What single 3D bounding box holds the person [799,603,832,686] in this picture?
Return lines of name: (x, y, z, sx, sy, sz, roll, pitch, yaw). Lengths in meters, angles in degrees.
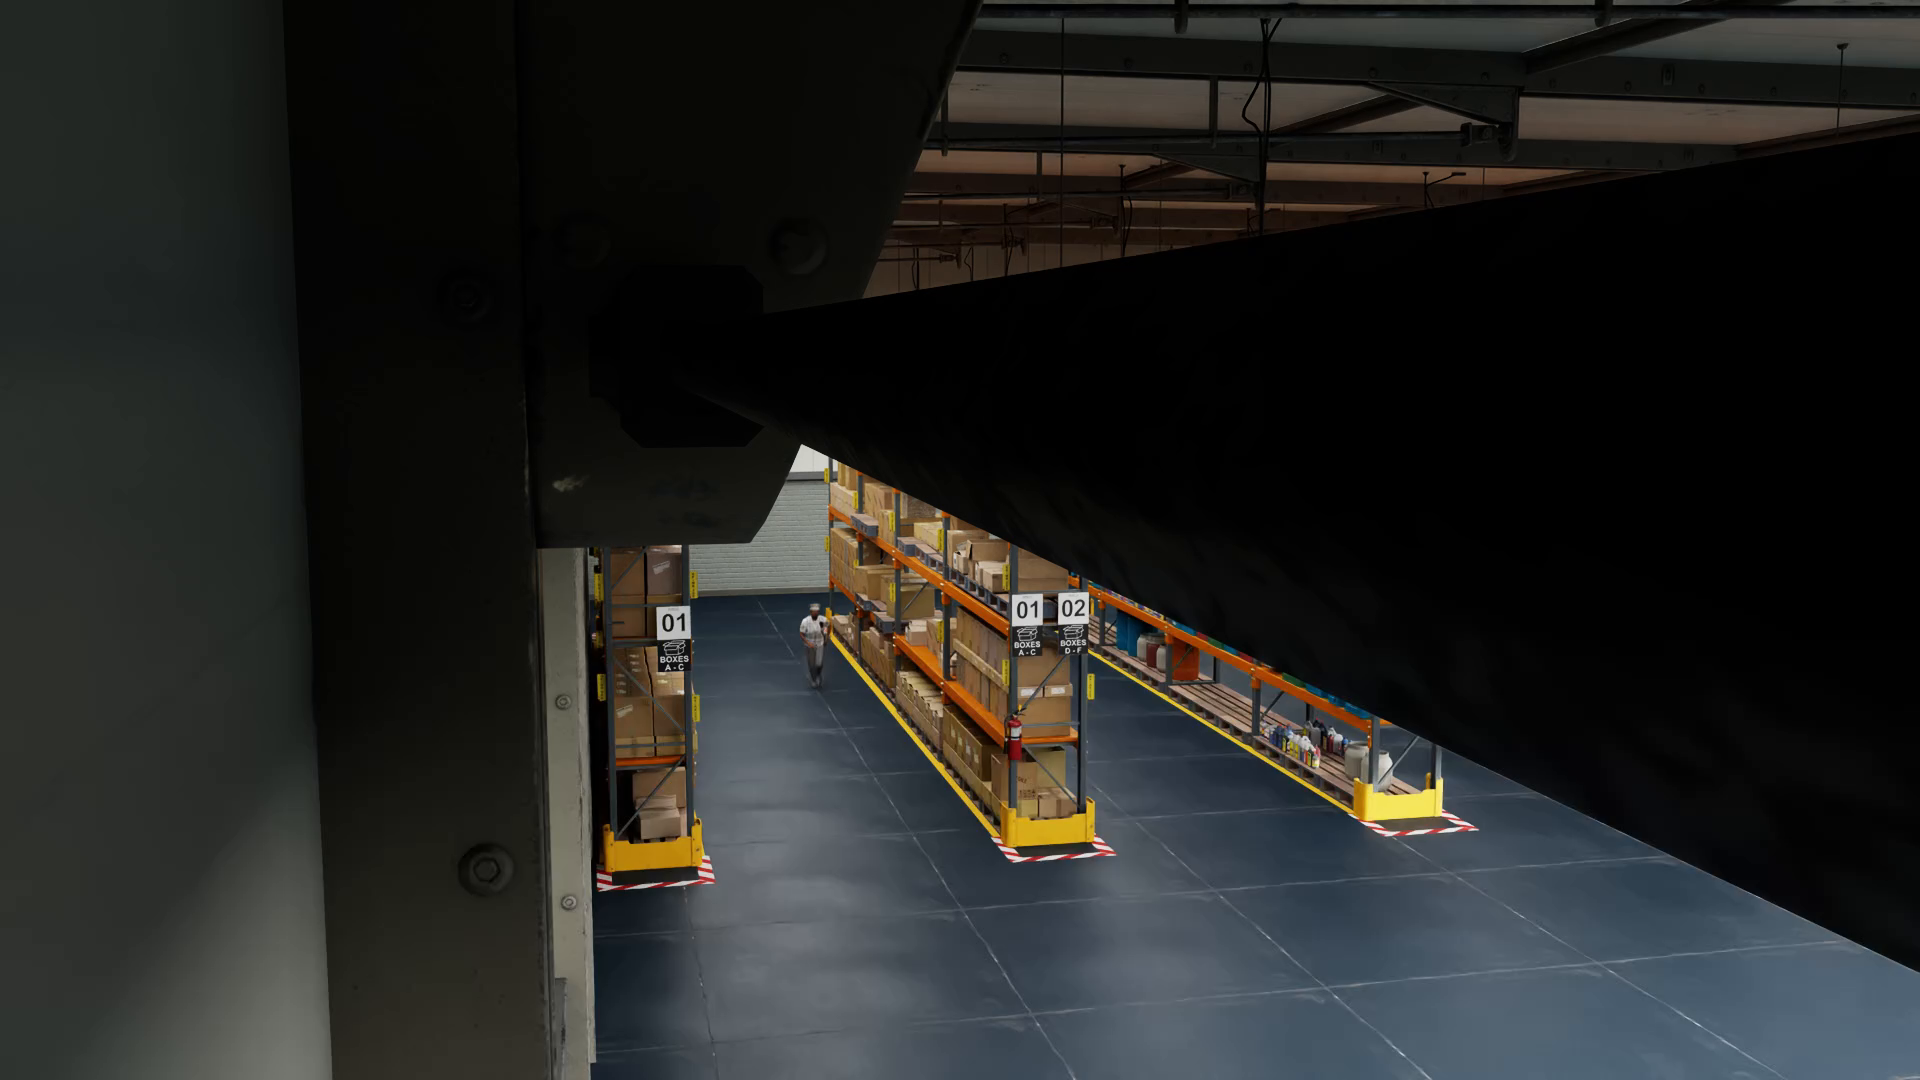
person: (-2.654, 1.922, 30.468, 0.545, 1.612, 0.744, 0, 7, -3)
